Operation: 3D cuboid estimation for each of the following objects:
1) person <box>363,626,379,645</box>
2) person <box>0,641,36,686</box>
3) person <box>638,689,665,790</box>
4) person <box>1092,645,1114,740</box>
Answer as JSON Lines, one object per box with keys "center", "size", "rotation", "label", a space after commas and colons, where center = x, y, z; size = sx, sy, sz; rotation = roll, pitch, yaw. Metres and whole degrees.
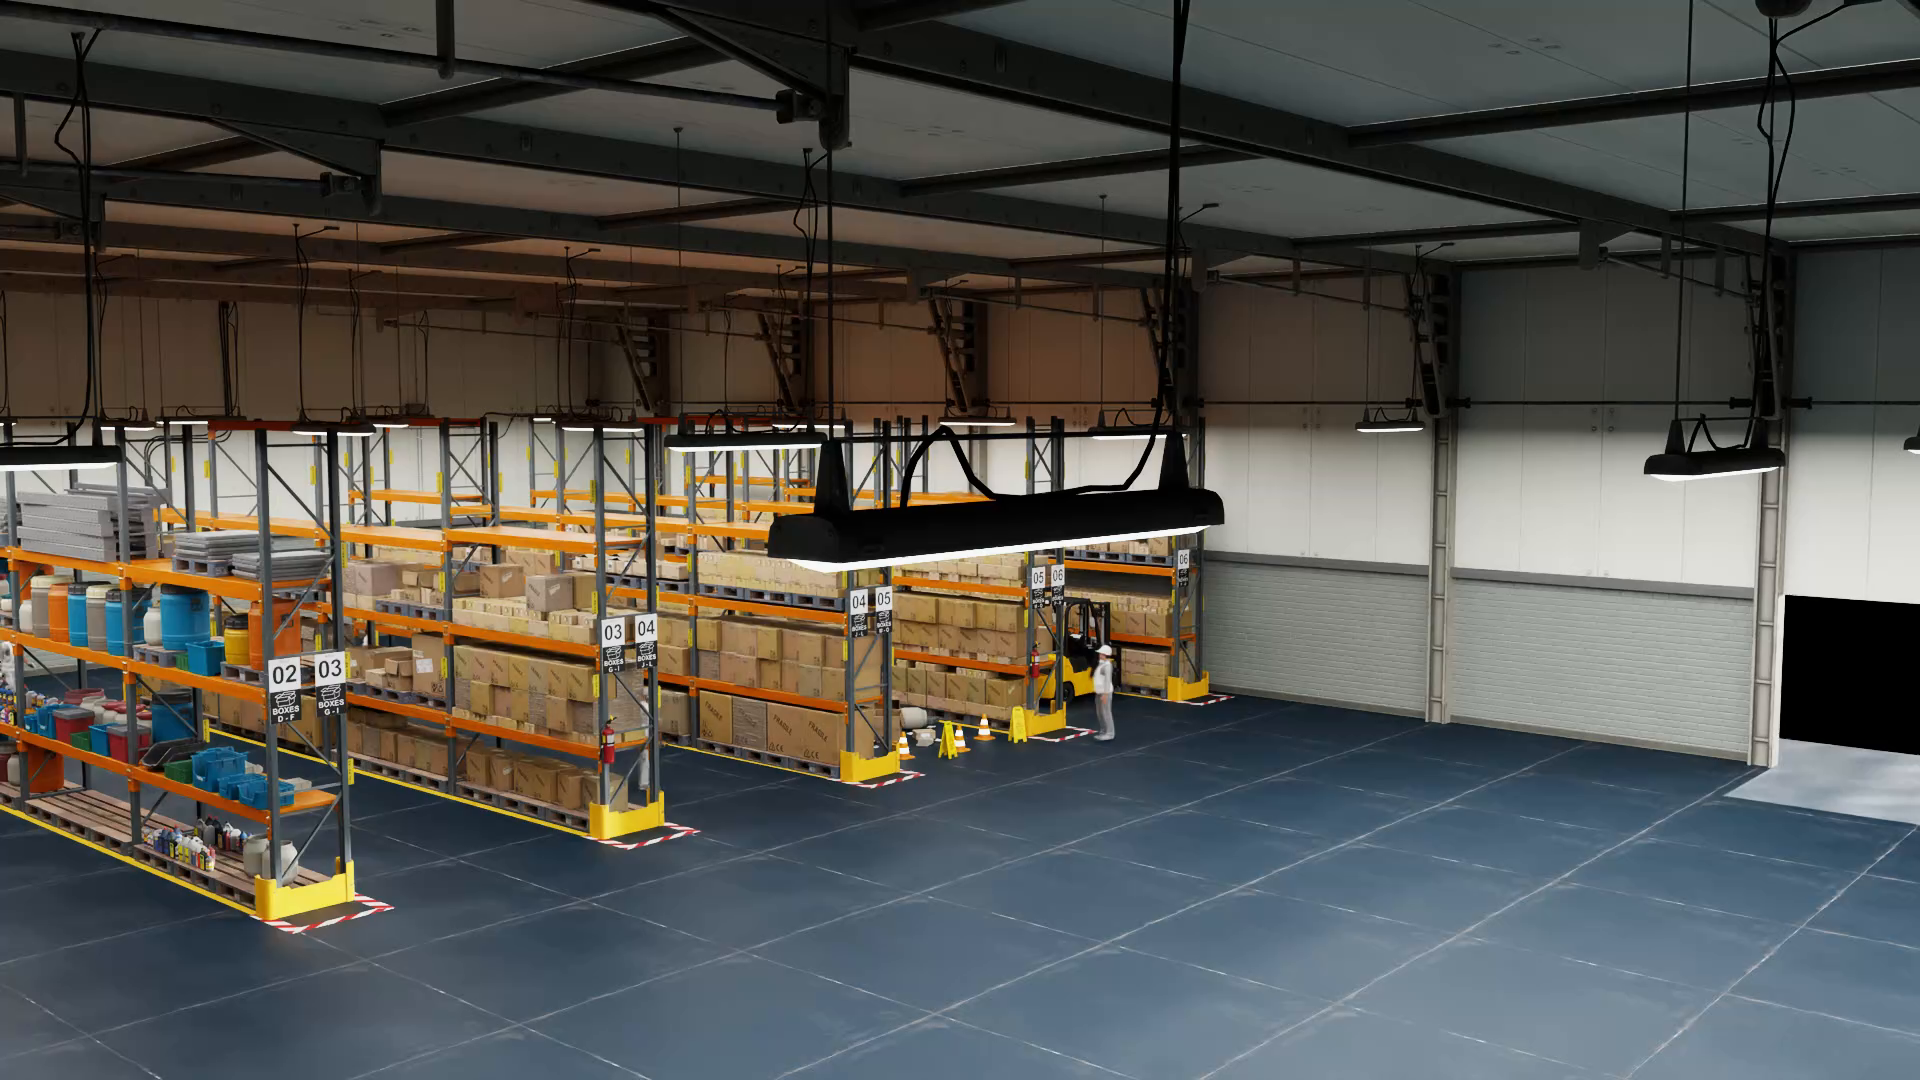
{"center": [-12.659, 2.584, 35.672], "size": [0.823, 1.557, 0.398], "rotation": [4, 6, 40], "label": "person"}
{"center": [-19.260, 2.703, 33.785], "size": [0.729, 1.844, 0.712], "rotation": [3, 6, 33], "label": "person"}
{"center": [-5.126, 3.257, 27.294], "size": [0.513, 1.693, 0.686], "rotation": [-3, 6, -33], "label": "person"}
{"center": [2.695, 2.869, 31.129], "size": [0.410, 1.800, 0.616], "rotation": [-1, 5, -16], "label": "person"}
